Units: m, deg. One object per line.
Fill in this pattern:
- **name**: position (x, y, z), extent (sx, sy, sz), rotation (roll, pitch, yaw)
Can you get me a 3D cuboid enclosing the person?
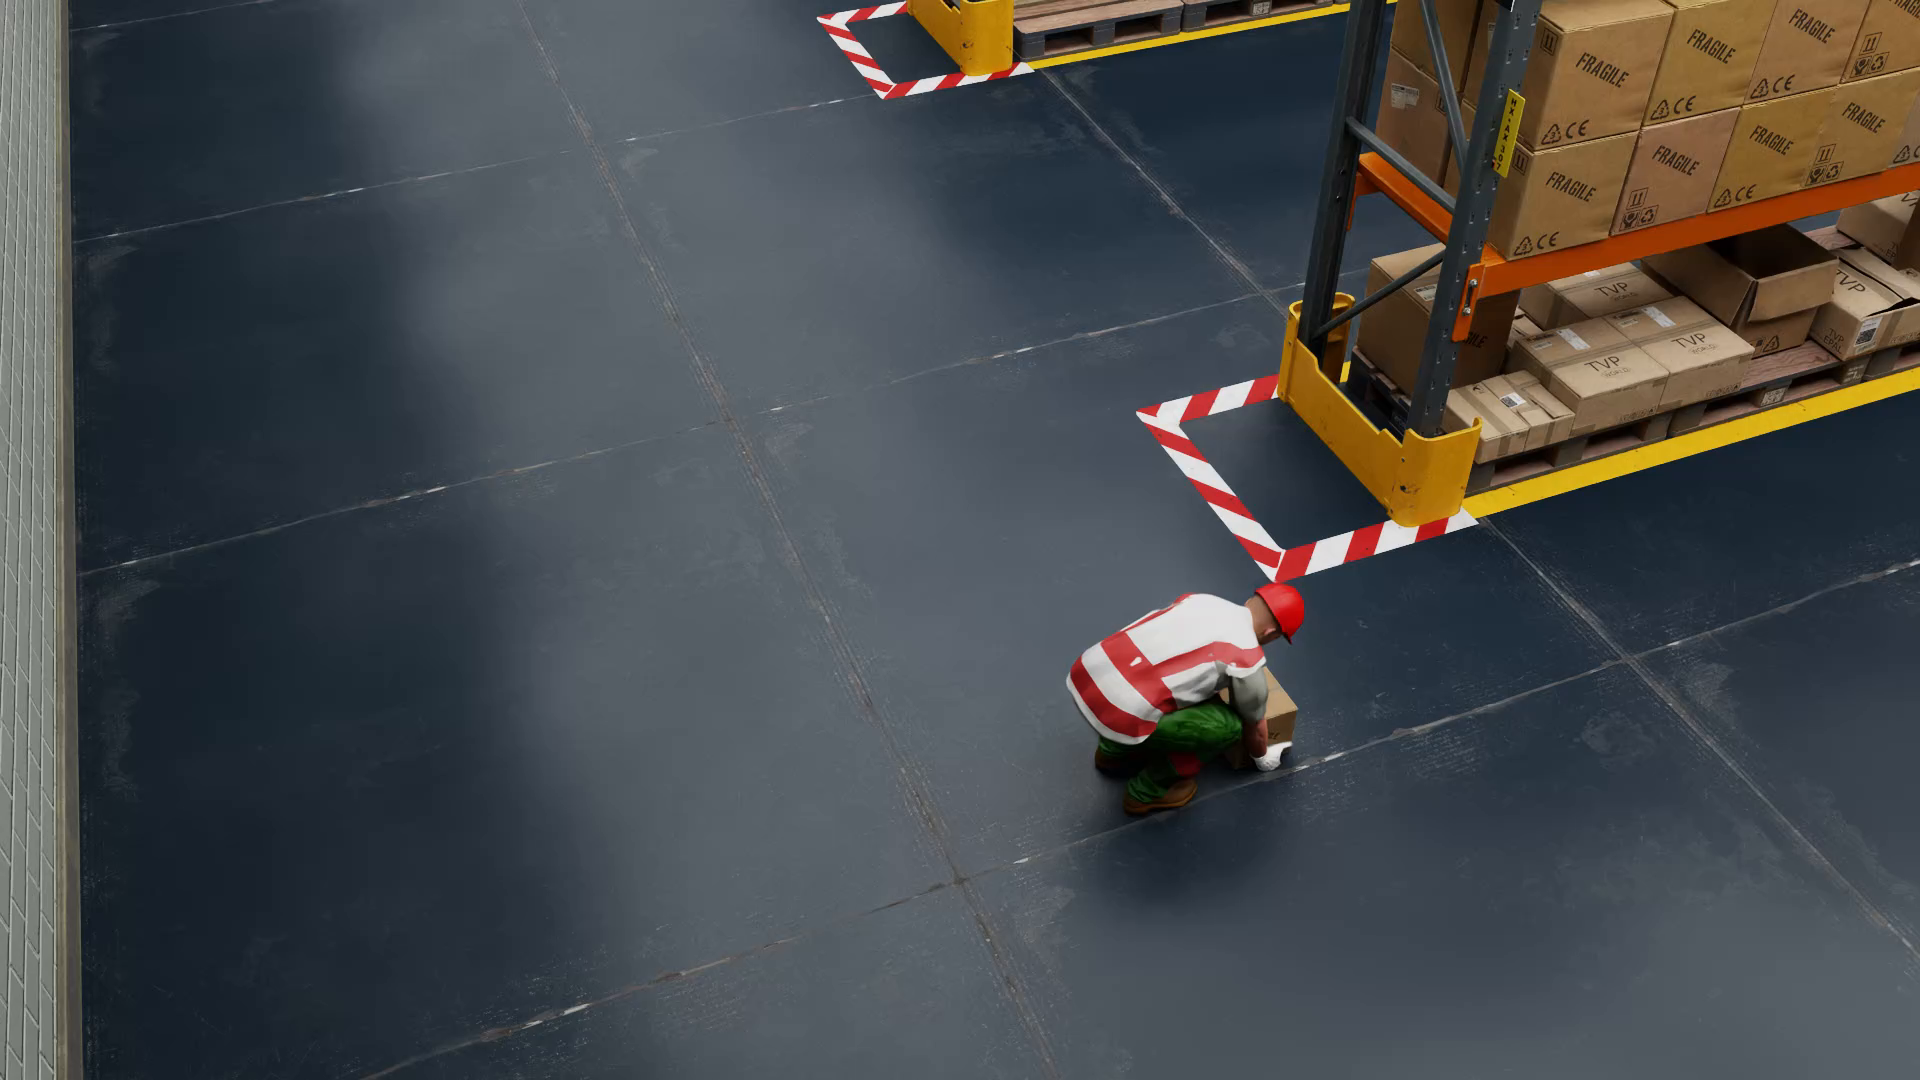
- **person**: position (0.859, 0.566, 6.237), extent (0.958, 0.734, 0.527), rotation (-16, 44, -18)
